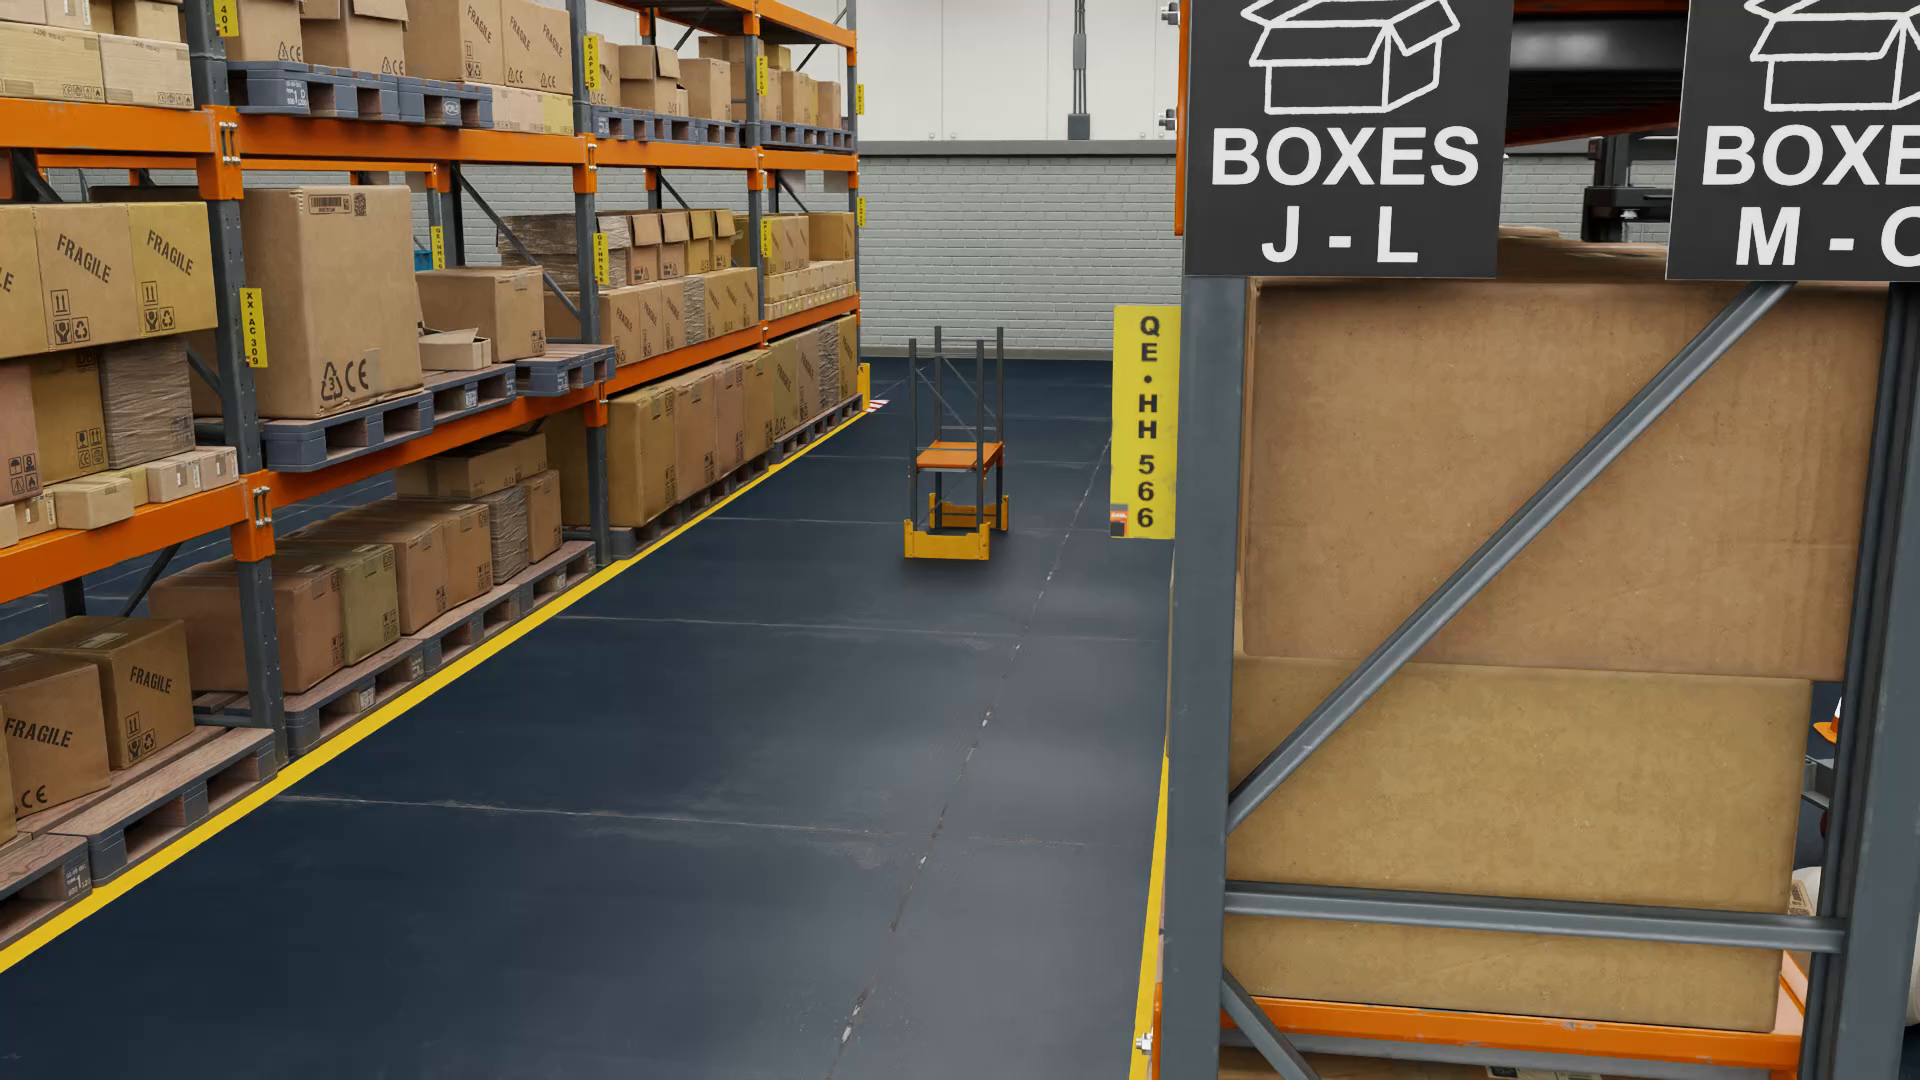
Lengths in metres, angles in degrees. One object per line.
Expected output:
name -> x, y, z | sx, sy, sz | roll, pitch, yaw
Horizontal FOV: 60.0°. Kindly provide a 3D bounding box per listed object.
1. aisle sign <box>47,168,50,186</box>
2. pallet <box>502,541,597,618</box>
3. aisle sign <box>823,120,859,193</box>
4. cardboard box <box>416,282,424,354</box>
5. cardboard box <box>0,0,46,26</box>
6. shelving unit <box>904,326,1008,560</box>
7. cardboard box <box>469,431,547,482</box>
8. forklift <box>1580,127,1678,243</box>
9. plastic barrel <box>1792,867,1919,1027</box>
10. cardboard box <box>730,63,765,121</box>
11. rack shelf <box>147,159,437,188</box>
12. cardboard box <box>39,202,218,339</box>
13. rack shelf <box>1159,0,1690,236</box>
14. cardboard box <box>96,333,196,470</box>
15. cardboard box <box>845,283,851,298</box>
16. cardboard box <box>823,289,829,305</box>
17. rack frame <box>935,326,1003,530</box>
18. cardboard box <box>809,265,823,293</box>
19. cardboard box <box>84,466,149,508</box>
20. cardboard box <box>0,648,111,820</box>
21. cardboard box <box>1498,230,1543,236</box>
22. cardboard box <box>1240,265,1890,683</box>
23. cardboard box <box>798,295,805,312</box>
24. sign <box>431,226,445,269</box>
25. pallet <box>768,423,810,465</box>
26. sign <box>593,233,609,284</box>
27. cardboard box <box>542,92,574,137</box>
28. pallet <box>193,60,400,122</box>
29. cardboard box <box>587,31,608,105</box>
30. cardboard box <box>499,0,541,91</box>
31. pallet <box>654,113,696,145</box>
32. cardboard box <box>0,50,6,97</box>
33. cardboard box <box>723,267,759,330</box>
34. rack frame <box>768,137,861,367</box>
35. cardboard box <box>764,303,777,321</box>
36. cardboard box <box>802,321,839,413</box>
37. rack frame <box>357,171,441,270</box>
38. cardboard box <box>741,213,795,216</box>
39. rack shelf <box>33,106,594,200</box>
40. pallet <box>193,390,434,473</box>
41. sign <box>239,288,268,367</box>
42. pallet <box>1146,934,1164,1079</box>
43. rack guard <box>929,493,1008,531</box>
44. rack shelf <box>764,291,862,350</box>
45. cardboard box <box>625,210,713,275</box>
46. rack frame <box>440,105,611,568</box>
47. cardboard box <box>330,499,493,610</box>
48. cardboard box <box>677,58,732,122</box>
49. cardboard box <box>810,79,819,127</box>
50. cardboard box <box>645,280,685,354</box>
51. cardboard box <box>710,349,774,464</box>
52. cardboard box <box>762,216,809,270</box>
aisle sign -> -11.104, -4.569, 19.902 | 0.394, 0.787, 0.004 | 2, 12, 9
pallet -> -2.981, 0.219, 10.475 | 1.003, 0.211, 1.213 | 2, 12, 9
aisle sign -> -1.322, -4.248, 18.413 | 0.394, 0.787, 0.004 | 2, 12, 9
cardboard box -> -3.299, -1.093, 8.705 | 0.797, 0.503, 0.637 | 3, 13, 14
cardboard box -> -3.341, -1.819, 5.602 | 0.380, 0.149, 0.250 | 1, 12, 7
shelving unit -> -0.012, -0.717, 11.762 | 0.587, 1.500, 1.083 | 2, 12, 9
cardboard box -> -2.933, -0.526, 10.422 | 0.500, 0.250, 0.500 | 2, 12, 11
forklift -> 4.342, -1.094, 10.115 | 1.130, 2.935, 3.031 | 2, 12, 10
plastic barrel -> 2.752, 1.253, 5.173 | 0.421, 0.421, 0.512 | -10, 16, -40
cardboard box -> -2.183, -4.073, 15.183 | 0.700, 0.500, 0.500 | 1, 12, 5
rack shelf -> -6.831, -3.831, 17.235 | 1.077, 0.370, 4.000 | 2, 12, 9
cardboard box -> -3.272, -1.054, 6.448 | 0.500, 0.500, 0.500 | 2, 12, 9
rack shelf -> 1.103, -0.990, 4.056 | 1.077, 0.370, 4.000 | 2, 12, 9
cardboard box -> -3.605, -0.576, 6.604 | 0.875, 0.500, 0.500 | 2, 12, 9
cardboard box -> -1.397, -2.710, 18.045 | 0.380, 0.149, 0.250 | 2, 12, 9
cardboard box -> -1.553, -2.498, 17.058 | 0.380, 0.149, 0.250 | 2, 12, 9
rack frame -> 0.065, -0.821, 12.244 | 0.500, 1.500, 0.032 | 2, 12, 9
cardboard box -> -1.674, -2.614, 16.654 | 0.500, 0.250, 0.500 | 2, 12, 9
cardboard box -> -3.363, -0.195, 6.374 | 0.380, 0.149, 0.250 | 2, 12, 9
cardboard box -> -3.656, 0.744, 6.356 | 0.500, 0.500, 0.500 | 6, 14, 27
cardboard box -> 1.131, -0.591, 4.698 | 0.875, 0.550, 0.550 | 2, 12, 9
cardboard box -> 0.891, -0.137, 2.588 | 0.875, 0.550, 0.550 | 2, 12, 9
cardboard box -> -1.712, -2.285, 16.071 | 0.380, 0.149, 0.250 | 2, 12, 8
sign -> -3.408, -1.890, 10.894 | 0.100, 0.325, 0.005 | 2, 12, 9
pallet -> -2.050, -0.932, 15.816 | 1.003, 0.211, 1.213 | 2, 12, 9
sign -> -2.322, -1.818, 10.749 | 0.100, 0.325, 0.005 | 2, 12, 9
cardboard box -> -2.690, -2.593, 10.139 | 0.500, 0.250, 0.500 | 2, 12, 9
pallet -> -3.274, -1.973, 7.356 | 1.213, 0.211, 1.003 | 2, 12, 9
cardboard box -> -2.837, -3.158, 11.164 | 0.797, 0.503, 0.637 | 3, 12, 12
cardboard box -> -2.754, -2.852, 9.561 | 0.500, 0.500, 0.500 | 2, 12, 9
pallet -> -2.644, -3.049, 12.350 | 1.003, 0.211, 1.213 | 2, 12, 11
cardboard box -> -3.451, -1.549, 5.296 | 0.500, 0.250, 0.500 | 2, 12, 8
cardboard box -> -2.046, -2.082, 14.296 | 0.500, 0.500, 0.500 | 2, 12, 9
rack frame -> -1.629, -2.972, 18.663 | 1.000, 3.000, 0.127 | 2, 12, 9
cardboard box -> -1.870, -2.067, 15.061 | 0.380, 0.149, 0.250 | 2, 12, 9
cardboard box -> -1.788, -1.813, 17.333 | 0.875, 0.875, 0.875 | 2, 12, 9
rack frame -> -6.523, -3.132, 19.408 | 1.000, 3.000, 0.127 | 2, 12, 9
cardboard box -> -2.047, -3.215, 17.662 | 0.500, 0.500, 0.500 | 2, 12, 7
rack shelf -> -3.167, -2.005, 8.763 | 1.077, 0.370, 4.000 | 2, 12, 9
pallet -> -3.213, -0.534, 7.808 | 1.003, 0.211, 1.213 | 2, 12, 9
sign -> -2.937, -0.881, 6.906 | 0.100, 0.325, 0.005 | 2, 12, 9
pallet -> 1.031, 1.482, 4.618 | 1.003, 0.211, 1.213 | 2, 12, 9
rack guard -> 0.065, -0.210, 12.374 | 0.587, 0.250, 0.087 | 2, 12, 9
rack shelf -> -1.937, -2.204, 16.807 | 1.077, 0.370, 4.000 | 2, 12, 9
cardboard box -> -2.451, -2.403, 13.404 | 0.797, 0.503, 0.637 | 2, 12, 9
rack frame -> -2.860, -1.306, 10.935 | 1.000, 3.000, 0.127 | 2, 12, 9
cardboard box -> -3.096, 0.075, 9.416 | 0.700, 0.500, 0.500 | 3, 13, 13
cardboard box -> -2.324, -3.739, 13.867 | 0.700, 0.500, 0.500 | 2, 12, 10
cardboard box -> -1.862, -4.518, 17.246 | 0.700, 0.500, 0.500 | 1, 12, 7
cardboard box -> -2.363, -1.662, 12.347 | 0.500, 0.500, 0.500 | 2, 12, 8
cardboard box -> -2.323, -1.172, 14.358 | 1.225, 0.875, 0.875 | 2, 12, 9
cardboard box -> -1.759, -2.880, 16.107 | 0.500, 0.500, 0.500 | 1, 12, 7
